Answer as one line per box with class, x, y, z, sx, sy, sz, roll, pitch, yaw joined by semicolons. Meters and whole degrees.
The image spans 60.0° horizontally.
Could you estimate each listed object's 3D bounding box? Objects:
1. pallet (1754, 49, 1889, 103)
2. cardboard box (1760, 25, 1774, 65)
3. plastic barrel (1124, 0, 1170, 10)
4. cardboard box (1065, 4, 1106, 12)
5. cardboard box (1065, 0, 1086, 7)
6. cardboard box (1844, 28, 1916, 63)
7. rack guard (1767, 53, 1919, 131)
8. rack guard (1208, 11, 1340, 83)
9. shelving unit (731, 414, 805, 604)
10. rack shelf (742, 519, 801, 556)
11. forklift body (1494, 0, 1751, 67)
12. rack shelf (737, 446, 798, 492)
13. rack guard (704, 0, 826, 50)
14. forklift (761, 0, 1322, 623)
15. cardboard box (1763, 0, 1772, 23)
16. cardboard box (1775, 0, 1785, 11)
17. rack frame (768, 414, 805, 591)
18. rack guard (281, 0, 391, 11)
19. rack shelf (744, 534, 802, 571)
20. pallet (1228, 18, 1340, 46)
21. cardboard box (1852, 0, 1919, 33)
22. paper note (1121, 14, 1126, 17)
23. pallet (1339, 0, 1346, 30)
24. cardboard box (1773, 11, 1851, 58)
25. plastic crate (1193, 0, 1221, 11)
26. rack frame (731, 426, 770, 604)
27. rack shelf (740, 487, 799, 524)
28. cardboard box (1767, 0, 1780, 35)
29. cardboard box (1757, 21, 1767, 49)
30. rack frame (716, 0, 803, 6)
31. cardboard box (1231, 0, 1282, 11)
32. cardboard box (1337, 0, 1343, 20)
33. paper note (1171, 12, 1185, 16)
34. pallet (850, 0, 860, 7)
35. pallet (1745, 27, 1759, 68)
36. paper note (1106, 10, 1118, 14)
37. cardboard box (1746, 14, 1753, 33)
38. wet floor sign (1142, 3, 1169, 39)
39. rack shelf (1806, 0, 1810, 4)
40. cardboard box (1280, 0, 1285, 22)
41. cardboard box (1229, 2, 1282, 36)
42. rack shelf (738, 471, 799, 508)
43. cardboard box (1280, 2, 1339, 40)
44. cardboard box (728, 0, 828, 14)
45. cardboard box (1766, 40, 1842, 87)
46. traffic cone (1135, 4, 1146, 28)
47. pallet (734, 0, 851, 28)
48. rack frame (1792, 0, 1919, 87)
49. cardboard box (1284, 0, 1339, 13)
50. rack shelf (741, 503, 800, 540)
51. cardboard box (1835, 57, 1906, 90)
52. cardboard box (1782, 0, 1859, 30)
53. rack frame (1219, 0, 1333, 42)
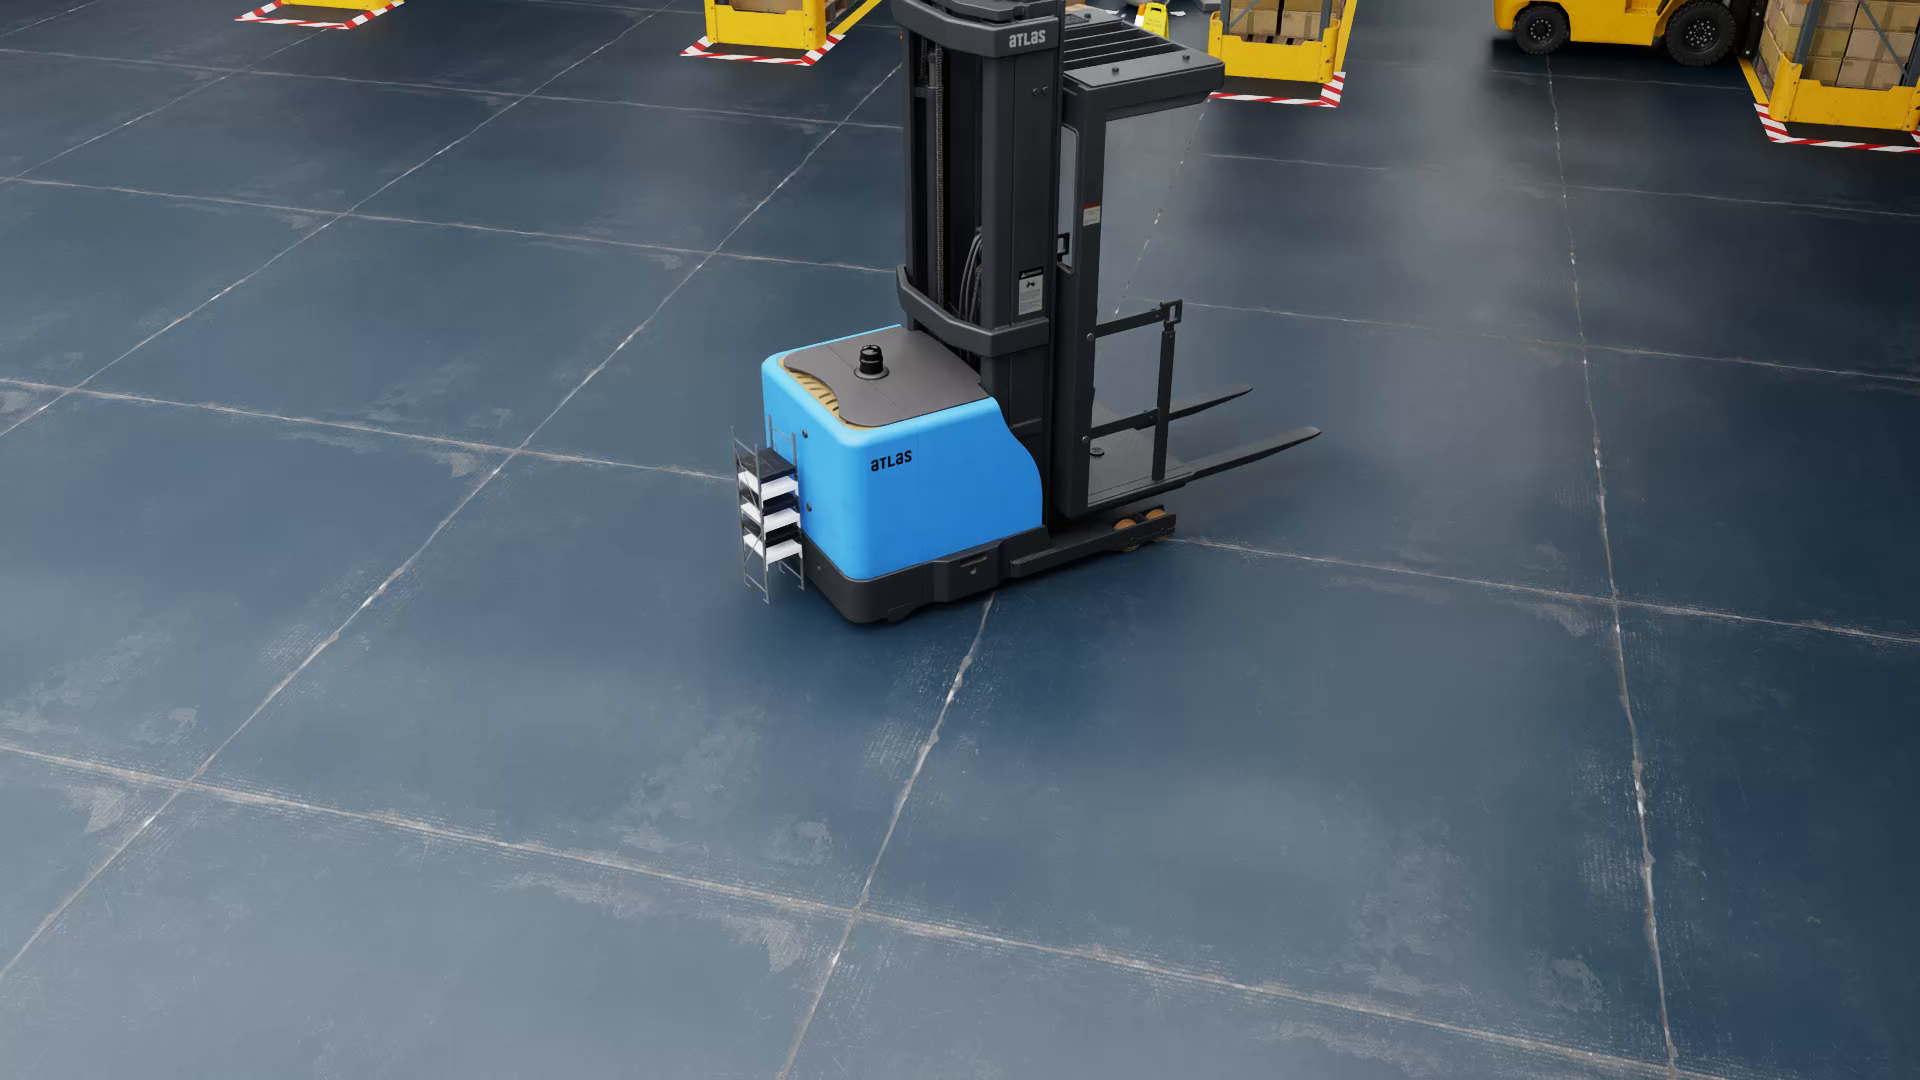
pallet;7.853;-4.172;15.116;1.003;0.211;1.213;8;33;12
cardboard box;7.649;-4.507;15.215;0.500;0.250;0.500;8;33;12
plastic barrel;1.957;-5.811;17.496;0.421;0.421;0.512;-21;38;-29
cardboard box;1.276;-5.372;17.062;0.380;0.149;0.250;28;42;36
cardboard box;0.894;-5.823;17.441;0.797;0.503;0.637;-14;35;-21
cardboard box;8.020;-4.390;14.565;0.500;0.250;0.500;9;33;13
rack guard;7.694;-3.879;14.386;1.175;0.500;0.348;8;33;12
rack guard;2.917;-4.605;15.527;1.175;0.500;0.348;8;33;12
shelving unit;-0.935;-0.145;8.139;0.210;0.900;0.258;-21;38;-30
rack shelf;-0.935;-0.041;8.205;0.200;0.077;0.258;-21;38;-30
forklift body;6.416;-5.821;15.901;2.313;2.155;1.214;8;33;12
rack shelf;-0.935;-0.345;8.012;0.200;0.077;0.258;-21;38;-30
rack guard;-1.922;-5.174;16.423;1.175;0.500;0.348;8;33;12
forklift;0.545;-1.405;8.229;3.031;2.935;1.130;-17;36;-25
cardboard box;7.769;-4.999;15.523;0.500;0.250;0.500;7;33;11
cardboard box;7.639;-4.932;14.952;0.500;0.250;0.500;9;33;13
rack frame;-0.853;-0.177;8.190;0.006;0.900;0.240;-21;38;-30
rack guard;-6.669;-5.954;17.650;1.175;0.500;0.348;8;33;12
rack shelf;-0.935;0.035;8.254;0.200;0.077;0.258;-21;38;-30
pallet;3.157;-4.900;16.261;1.003;0.211;1.213;8;33;12
cardboard box;8.005;-4.609;14.443;0.500;0.250;0.500;8;33;12
paper note;1.704;-5.470;17.344;0.032;0.001;0.123;8;33;12
pallet;3.469;-5.531;17.253;1.003;0.211;1.213;8;33;12
cardboard box;7.521;-4.469;14.690;0.500;0.250;0.500;8;33;12
plastic crate;2.721;-5.761;17.737;0.402;0.080;0.583;-3;33;-4
rack frame;-1.017;-0.113;8.089;0.006;0.900;0.240;-21;38;-30
rack shelf;-0.935;-0.193;8.109;0.200;0.077;0.258;-21;38;-30
cardboard box;7.658;-4.728;15.097;0.500;0.250;0.500;8;33;12
cardboard box;7.784;-4.765;15.621;0.500;0.250;0.500;8;33;13
rack frame;-1.916;-6.242;15.772;1.000;3.000;0.127;8;33;12
cardboard box;2.849;-5.405;15.928;0.500;0.500;0.500;8;33;13
cardboard box;3.507;-5.282;16.434;0.500;0.250;0.500;9;34;14
paper note;2.285;-5.513;17.394;0.142;0.019;0.148;-3;33;-4
pallet;-1.477;-6.122;18.183;1.003;0.211;1.213;8;33;12
pallet;8.165;-4.803;16.109;1.003;0.211;1.213;8;33;12
paper note;1.573;-5.544;17.454;0.148;0.019;0.142;20;38;29
cardboard box;7.894;-5.038;16.050;0.500;0.250;0.500;9;34;14
wet floor sign;1.814;-4.674;15.501;0.267;0.644;0.232;20;38;29
rack shelf;8.207;-5.681;15.560;1.077;0.370;4.000;8;33;12
cardboard box;2.982;-5.361;16.558;0.500;0.250;0.500;8;33;13
cardboard box;2.848;-5.106;16.157;0.500;0.250;0.500;8;33;12
rack shelf;-0.935;-0.269;8.061;0.200;0.077;0.258;-21;38;-30
cardboard box;3.370;-5.018;16.019;0.500;0.250;0.500;8;33;12
cardboard box;-1.808;-5.883;16.798;0.875;0.875;0.875;8;33;13
cardboard box;7.513;-4.250;14.811;0.500;0.250;0.500;8;33;13
traffic cone;1.759;-4.948;16.103;0.336;0.463;0.334;8;33;12
pallet;-1.789;-5.491;17.190;1.003;0.211;1.213;8;33;12
rack frame;7.700;-4.946;13.735;1.000;3.000;0.127;8;33;12
cardboard box;3.375;-5.347;15.837;0.500;0.500;0.500;7;33;11
rack shelf;-0.935;-0.117;8.157;0.200;0.077;0.258;-21;38;-30
cardboard box;8.013;-4.192;14.719;0.500;0.250;0.500;8;33;13
cardboard box;7.515;-4.667;14.534;0.500;0.250;0.500;9;34;14
rack frame;2.898;-5.620;14.795;1.000;3.000;0.127;8;33;12
